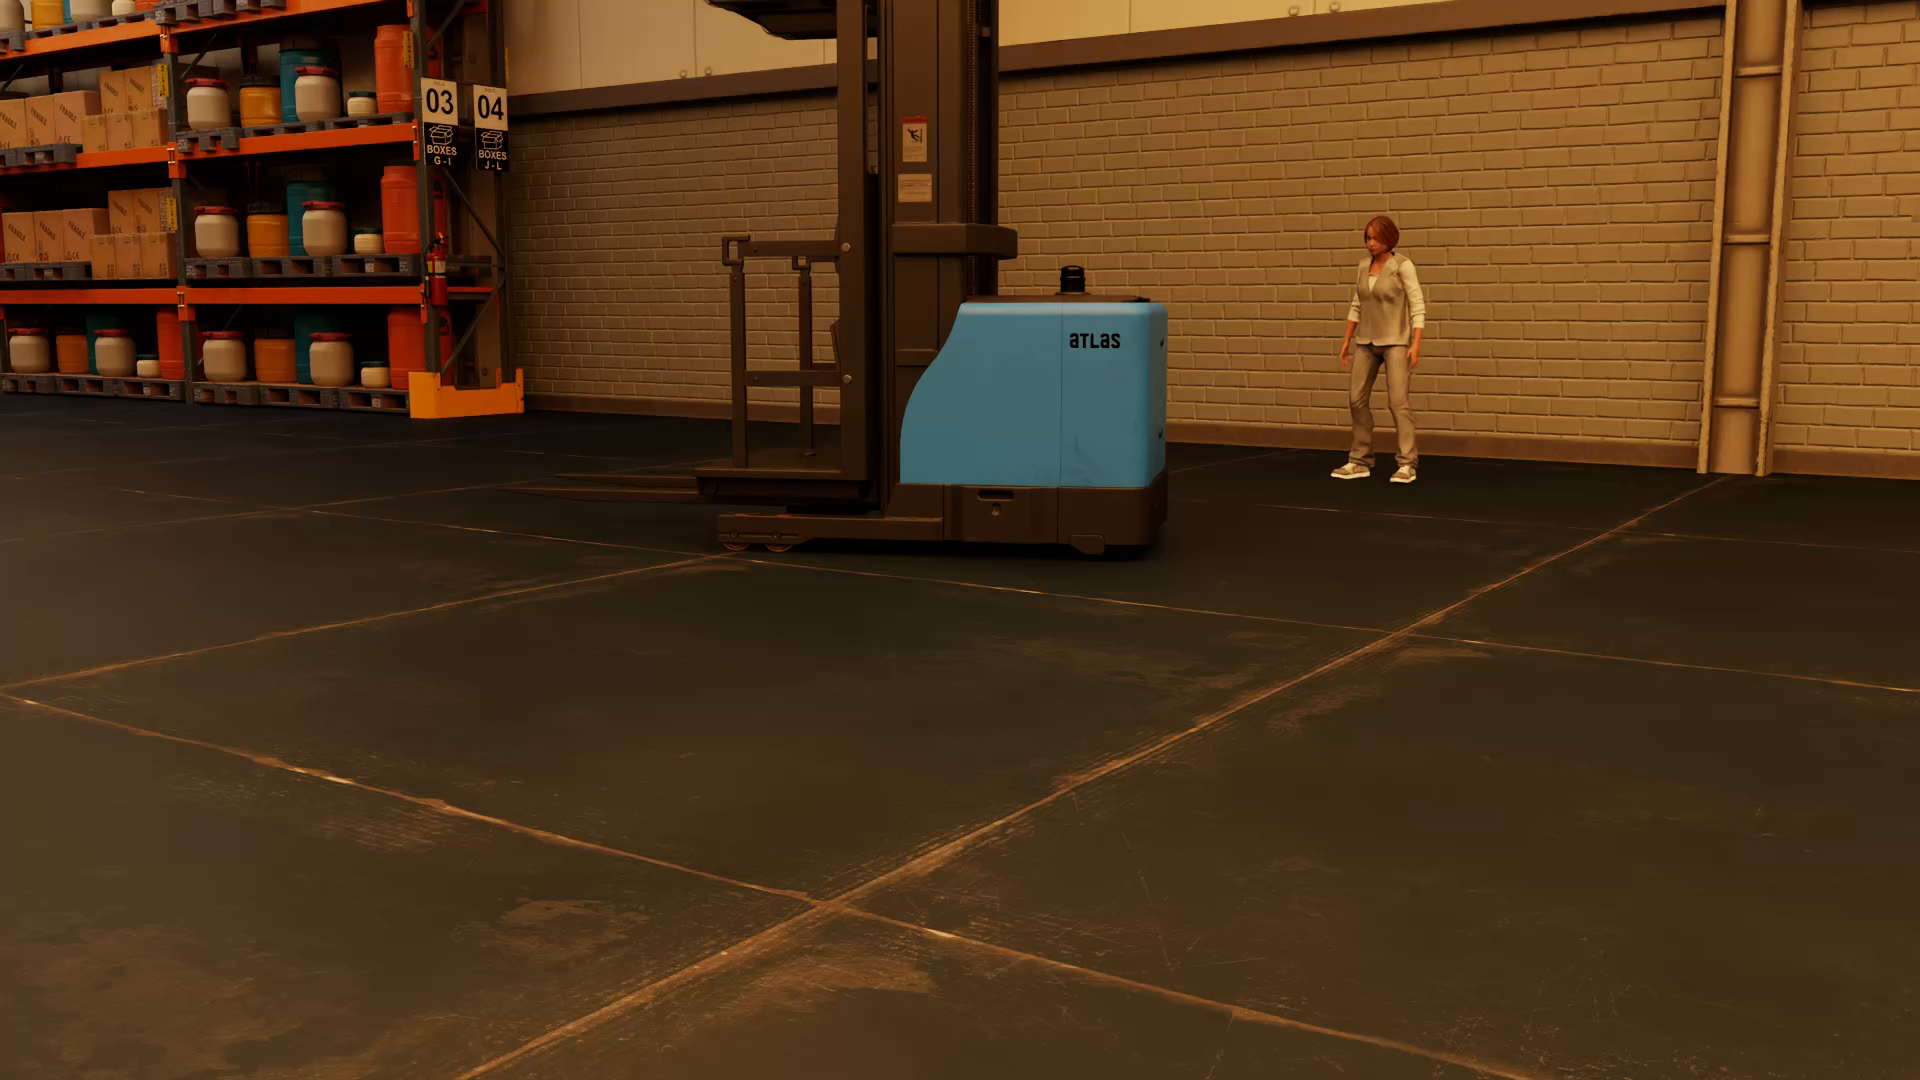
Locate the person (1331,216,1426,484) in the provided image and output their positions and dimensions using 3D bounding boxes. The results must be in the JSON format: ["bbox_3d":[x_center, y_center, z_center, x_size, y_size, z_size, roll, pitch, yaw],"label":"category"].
[{"bbox_3d":[2.564,-1.158,10.104,0.363,1.595,0.547,-7,11,-42],"label":"person"}]

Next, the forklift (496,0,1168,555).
[{"bbox_3d":[-0.596,-1.469,7.520,3.031,2.935,1.130,2,8,12],"label":"forklift"}]
